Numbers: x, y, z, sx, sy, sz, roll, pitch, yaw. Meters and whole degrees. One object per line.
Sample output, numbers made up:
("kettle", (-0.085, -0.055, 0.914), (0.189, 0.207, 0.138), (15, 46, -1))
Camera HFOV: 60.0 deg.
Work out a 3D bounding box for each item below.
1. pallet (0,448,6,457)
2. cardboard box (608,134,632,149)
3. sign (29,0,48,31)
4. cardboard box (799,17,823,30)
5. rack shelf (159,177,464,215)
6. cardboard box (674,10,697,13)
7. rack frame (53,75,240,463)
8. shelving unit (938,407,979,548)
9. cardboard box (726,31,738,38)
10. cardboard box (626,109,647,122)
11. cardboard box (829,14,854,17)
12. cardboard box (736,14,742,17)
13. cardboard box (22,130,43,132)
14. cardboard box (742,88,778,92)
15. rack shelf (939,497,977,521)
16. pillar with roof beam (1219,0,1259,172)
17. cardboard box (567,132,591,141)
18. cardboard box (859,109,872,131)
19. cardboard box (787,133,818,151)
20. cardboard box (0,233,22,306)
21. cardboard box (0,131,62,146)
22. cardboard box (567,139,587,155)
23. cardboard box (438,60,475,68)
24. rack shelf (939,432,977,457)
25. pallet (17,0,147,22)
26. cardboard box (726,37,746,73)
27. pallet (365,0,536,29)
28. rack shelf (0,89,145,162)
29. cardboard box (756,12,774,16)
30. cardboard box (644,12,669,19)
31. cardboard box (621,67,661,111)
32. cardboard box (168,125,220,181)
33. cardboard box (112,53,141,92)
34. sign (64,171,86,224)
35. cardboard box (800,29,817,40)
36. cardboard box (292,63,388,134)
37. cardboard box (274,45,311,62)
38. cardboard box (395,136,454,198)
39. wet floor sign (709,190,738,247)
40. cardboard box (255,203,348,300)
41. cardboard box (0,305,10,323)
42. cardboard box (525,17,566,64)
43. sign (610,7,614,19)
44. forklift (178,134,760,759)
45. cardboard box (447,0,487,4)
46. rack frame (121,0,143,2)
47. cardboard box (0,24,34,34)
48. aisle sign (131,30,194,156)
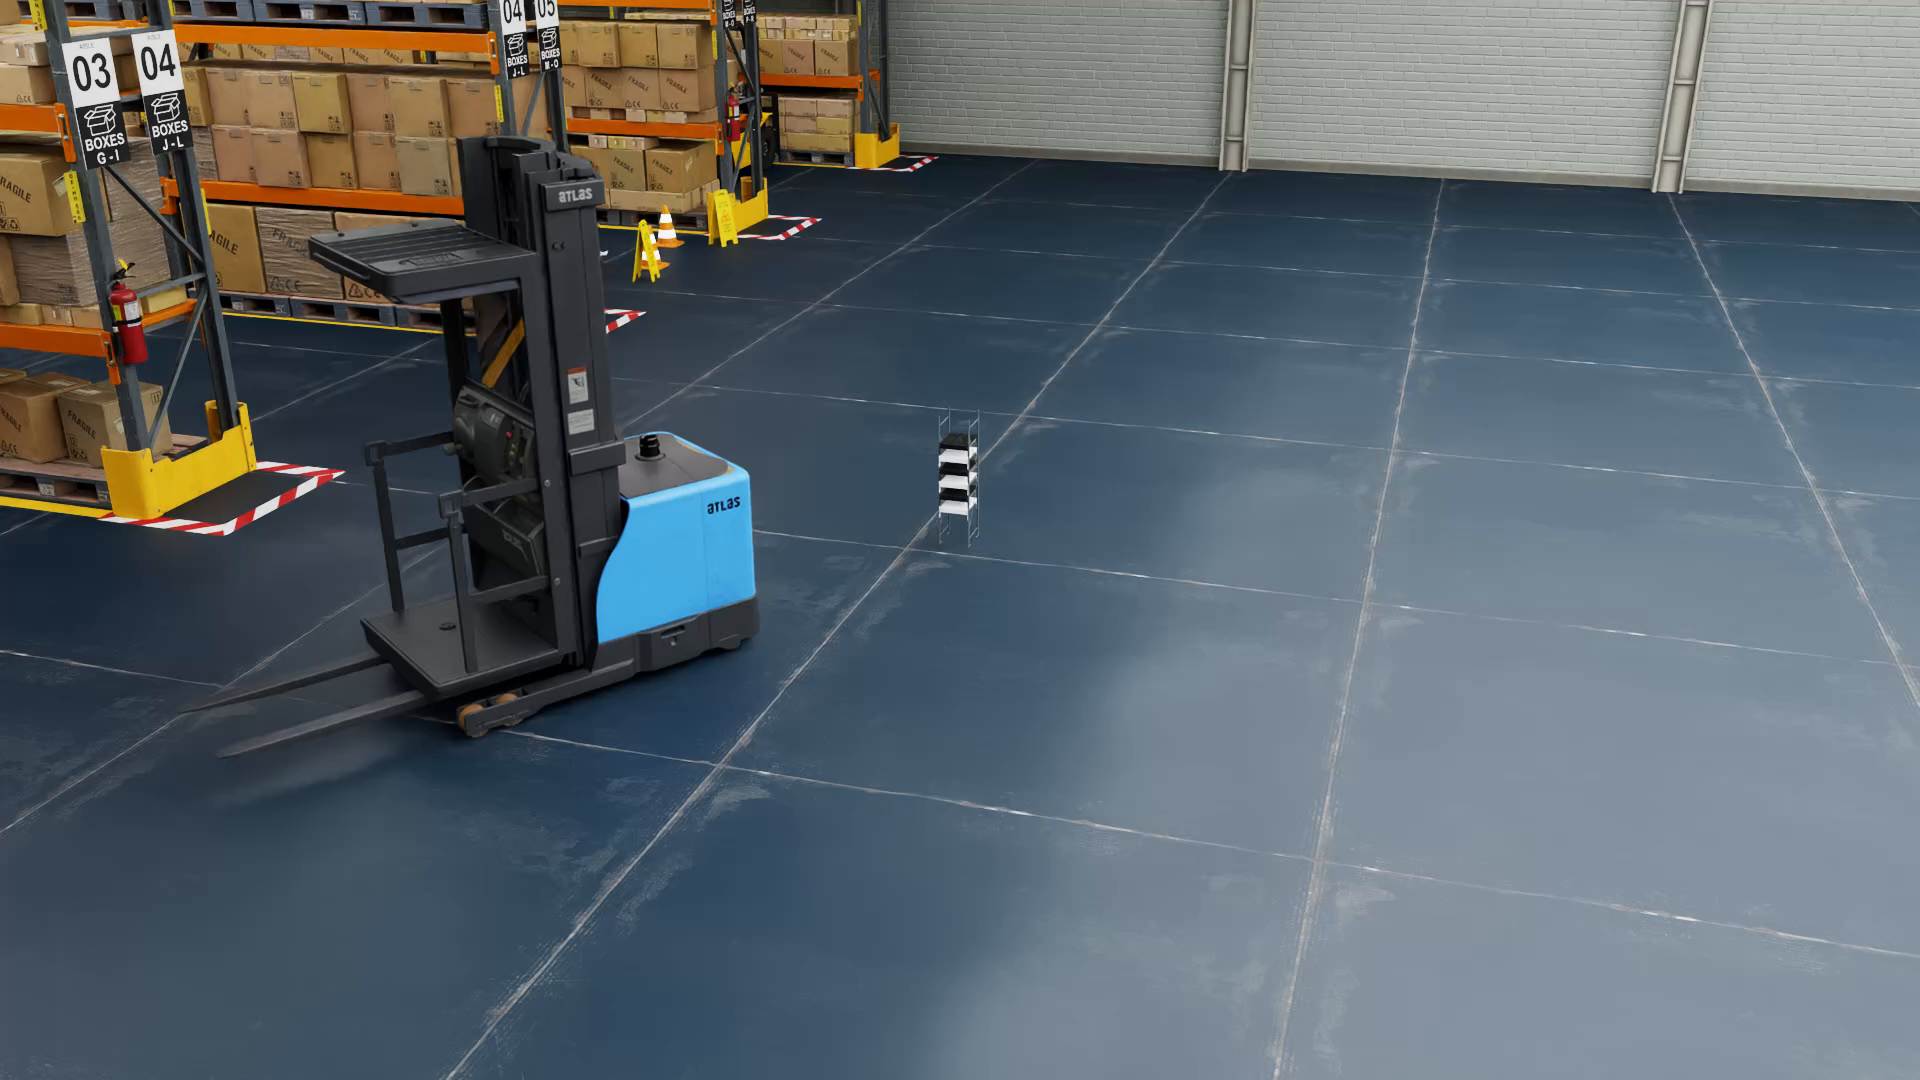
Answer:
("pallet", (-7.575, -0.698, 12.693), (1.213, 0.211, 1.003), (7, 23, 16))
("cardboard box", (-4.160, -4.951, 20.614), (0.250, 0.149, 0.380), (7, 23, 16))
("sign", (-5.750, -3.341, 10.344), (0.005, 0.325, 0.100), (7, 23, 16))
("cardboard box", (-2.185, -7.629, 24.538), (0.250, 0.149, 0.380), (7, 23, 17))
("rack shelf", (-5.955, -3.421, 16.605), (4.000, 0.370, 1.077), (7, 23, 16))
("cardboard box", (-4.228, -8.078, 25.633), (0.250, 0.149, 0.380), (6, 23, 15))
("rack frame", (-5.570, -1.743, 11.568), (0.127, 3.000, 1.000), (7, 23, 16))
("shelving unit", (-0.008, -0.417, 11.101), (0.210, 0.900, 0.258), (7, 23, 16))
("cardboard box", (-3.403, -7.625, 24.921), (0.250, 0.149, 0.380), (6, 23, 14))
("cardboard box", (-3.896, -5.232, 20.403), (0.250, 0.149, 0.380), (7, 23, 16))
("cardboard box", (-1.774, -7.798, 24.950), (0.250, 0.149, 0.380), (7, 23, 17))
("cardboard box", (-3.387, -7.794, 24.941), (0.250, 0.149, 0.380), (7, 23, 16))
("cardboard box", (-9.415, -4.090, 17.157), (0.500, 0.500, 0.500), (7, 23, 16))
("cardboard box", (-3.126, -6.825, 25.708), (0.500, 0.250, 0.500), (6, 23, 14))
("rack shelf", (-0.008, -0.220, 11.182), (0.200, 0.077, 0.258), (7, 23, 16))
("pillar with roof beam", (2.817, -8.105, 19.172), (0.400, 9.000, 9.100), (7, 23, 16))
("cardboard box", (-4.917, -4.974, 21.524), (0.500, 0.500, 0.500), (8, 24, 18))
("cardboard box", (-1.667, -6.428, 25.400), (0.500, 0.250, 0.500), (7, 23, 16))
("cardboard box", (-2.292, -6.065, 25.172), (0.500, 0.250, 0.500), (7, 23, 15))
("cardboard box", (-6.602, -2.009, 11.691), (0.500, 0.500, 0.875), (7, 23, 16))
("cardboard box", (-6.495, -2.607, 11.831), (0.500, 0.500, 0.500), (7, 23, 16))
("cardboard box", (-5.038, -4.777, 21.045), (0.500, 0.500, 0.500), (8, 24, 18))
("cardboard box", (-6.196, -5.817, 20.975), (0.500, 0.500, 0.500), (6, 23, 15))
("rack shelf", (-0.008, -0.636, 11.012), (0.200, 0.077, 0.258), (7, 23, 16))
("pallet", (-8.762, -5.355, 16.671), (1.217, 0.209, 0.805), (6, 23, 13))
("cardboard box", (-3.293, -7.320, 25.031), (0.500, 0.500, 0.500), (7, 23, 16))
("pallet", (-4.754, -4.959, 15.571), (1.213, 0.211, 1.003), (7, 23, 16))
("rack shelf", (-7.485, -3.018, 11.670), (4.000, 0.370, 1.077), (7, 23, 16))
("cardboard box", (-3.010, -7.926, 25.262), (0.250, 0.149, 0.380), (7, 23, 16))
("cardboard box", (-4.606, -7.938, 25.291), (0.250, 0.149, 0.380), (7, 23, 16))
("cardboard box", (-3.785, -5.544, 20.309), (0.500, 0.500, 0.500), (7, 23, 16))
("cardboard box", (-7.513, -4.006, 16.887), (0.550, 0.550, 0.875), (7, 23, 16))
("cardboard box", (-5.957, -3.209, 11.385), (0.500, 0.250, 0.500), (7, 23, 17))
("sign", (-5.750, -2.226, 10.802), (0.005, 0.325, 0.100), (7, 23, 16))
("cardboard box", (-2.174, -7.498, 24.611), (0.250, 0.149, 0.380), (7, 23, 17))
("cardboard box", (-5.980, -4.307, 16.196), (0.500, 0.550, 0.875), (7, 23, 16))
("cardboard box", (-8.515, -6.298, 21.594), (0.500, 0.500, 0.500), (6, 23, 13))
("cardboard box", (-4.942, -3.680, 16.092), (0.550, 0.550, 0.875), (7, 23, 16))
("wet floor sign", (-2.835, -3.845, 19.794), (0.232, 0.644, 0.267), (16, 27, 34))
("cardboard box", (-6.424, -2.992, 16.859), (0.875, 0.875, 0.875), (7, 23, 16))
("cardboard box", (-6.631, -1.653, 11.678), (0.250, 0.149, 0.380), (7, 23, 16))
("cardboard box", (-5.223, -6.173, 20.526), (0.500, 0.500, 0.700), (6, 23, 14))
("sign", (-5.254, -7.887, 25.124), (0.005, 0.325, 0.100), (7, 23, 16))
("forklift", (-2.643, -0.546, 8.739), (3.031, 2.935, 1.130), (-17, 28, -36))
("cardboard box", (-4.457, -4.960, 15.102), (0.250, 0.149, 0.380), (6, 23, 15))
("rack frame", (-7.870, -6.749, 15.865), (0.127, 3.000, 1.000), (7, 23, 16))
("cardboard box", (-6.505, -3.463, 11.479), (0.250, 0.149, 0.380), (7, 23, 18))
("aisle sign", (-5.424, -3.048, 11.324), (0.004, 0.787, 0.394), (7, 23, 16))
